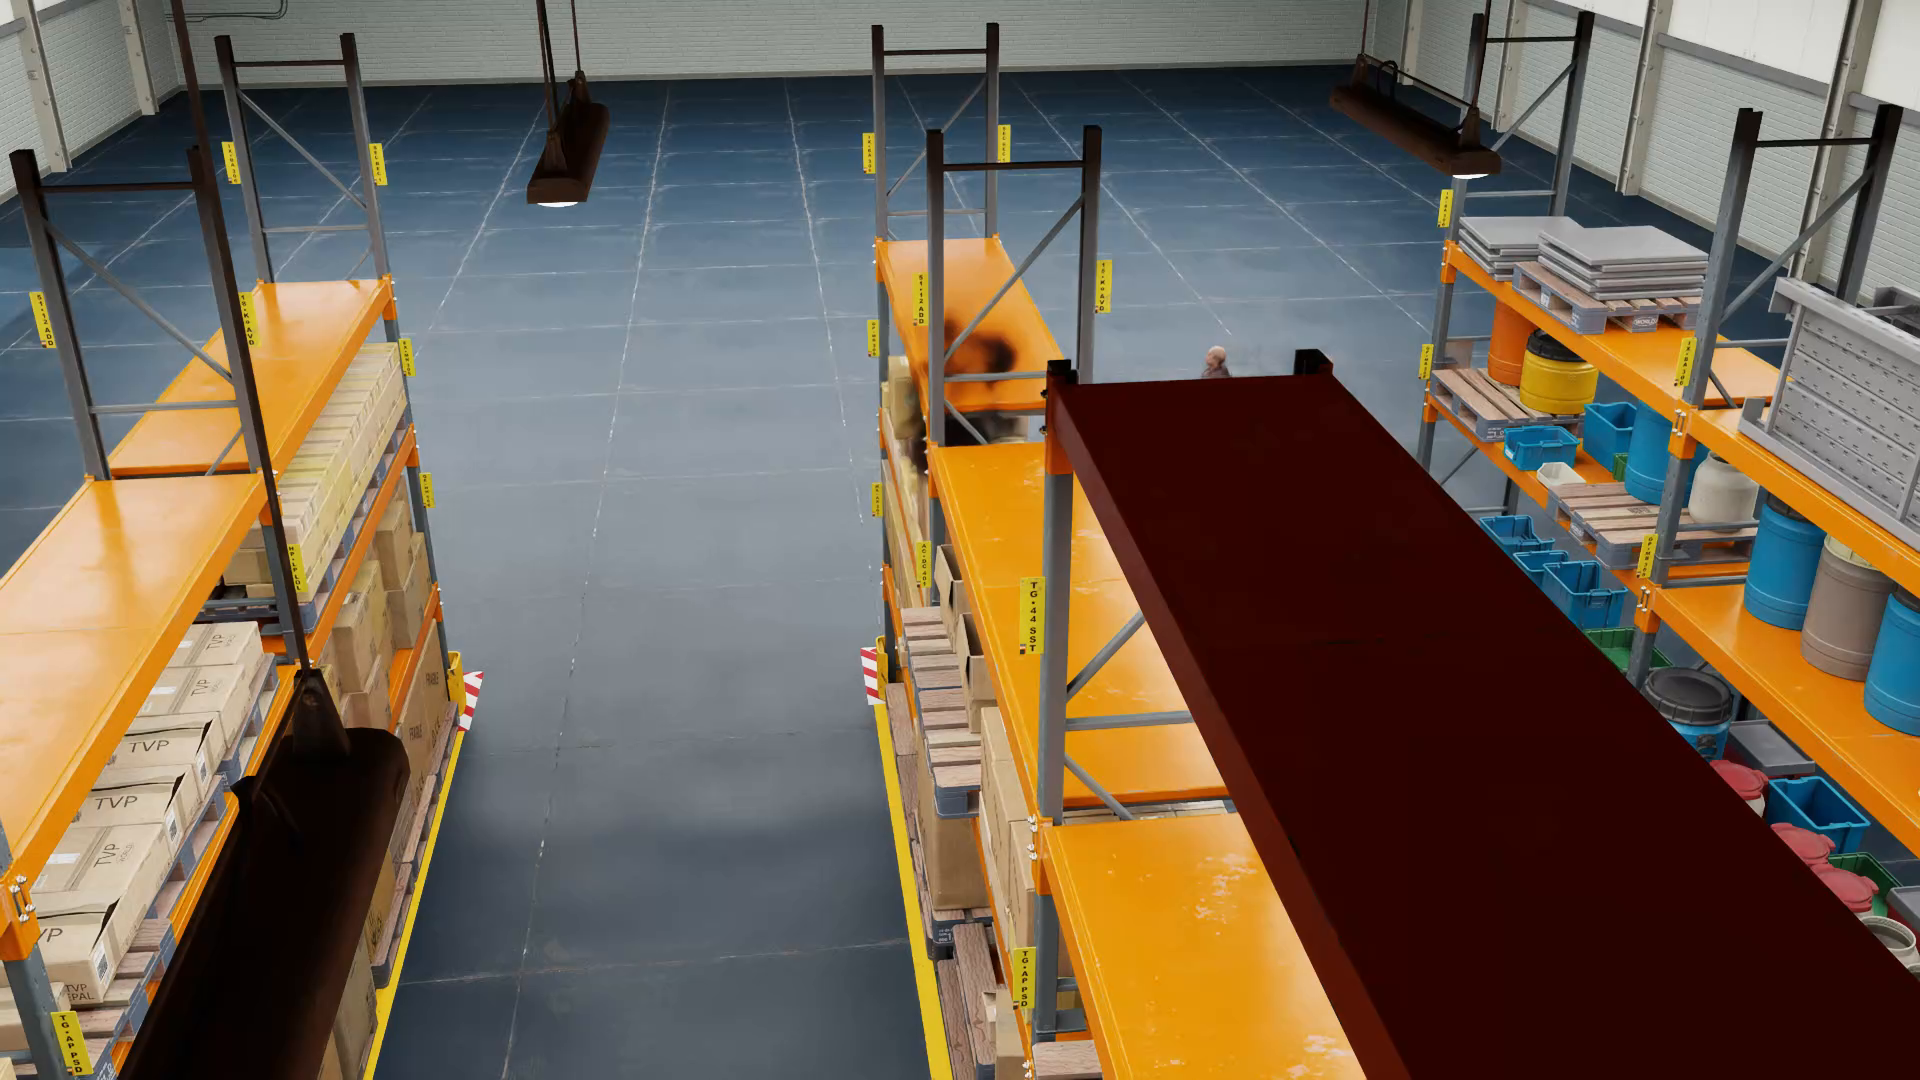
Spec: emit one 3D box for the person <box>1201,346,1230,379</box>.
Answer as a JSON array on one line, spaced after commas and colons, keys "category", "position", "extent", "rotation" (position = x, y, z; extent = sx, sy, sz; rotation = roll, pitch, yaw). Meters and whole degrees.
[{"category": "person", "position": [2.960, -1.453, 19.557], "extent": [0.637, 1.733, 0.710], "rotation": [5, 26, 11]}]
